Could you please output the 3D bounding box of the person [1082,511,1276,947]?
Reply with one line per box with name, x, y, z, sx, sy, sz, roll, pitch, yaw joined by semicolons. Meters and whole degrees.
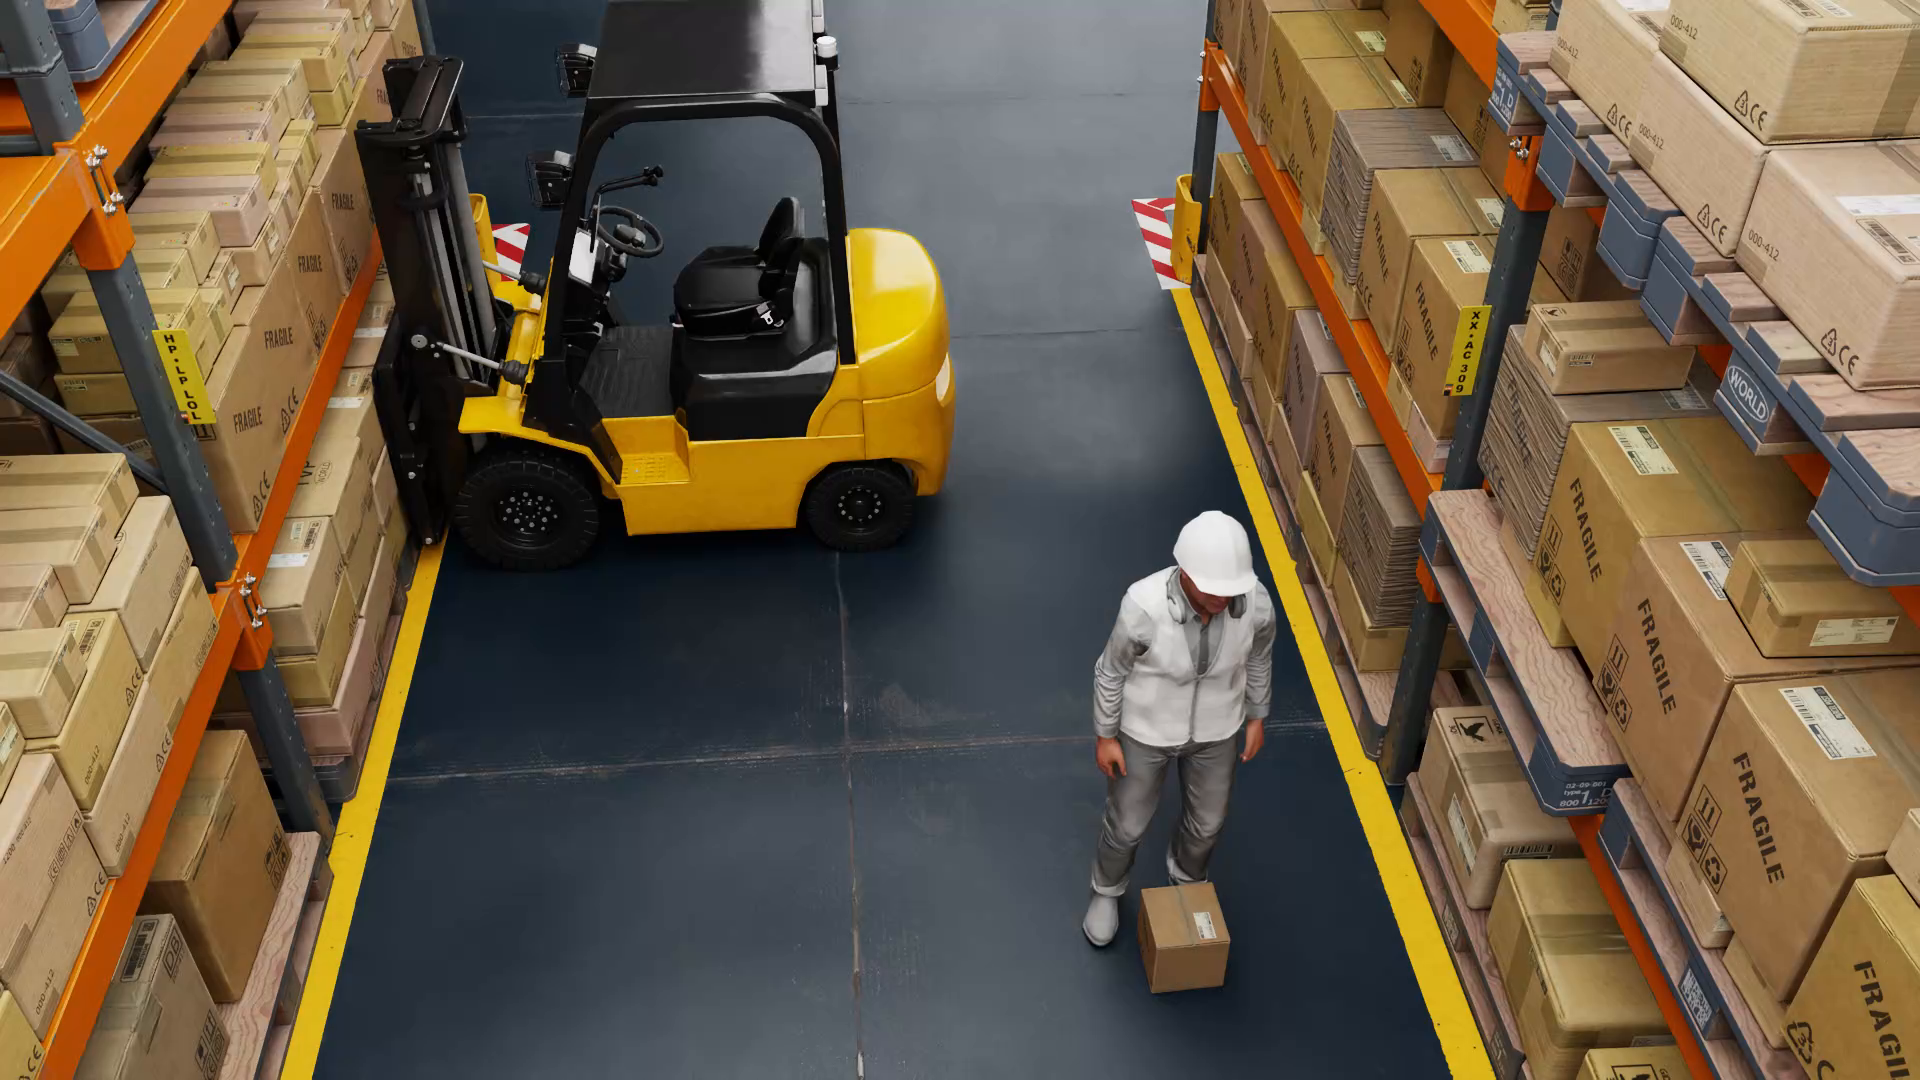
person;0.711;0.601;5.389;0.595;1.769;0.460;-6;39;-7
